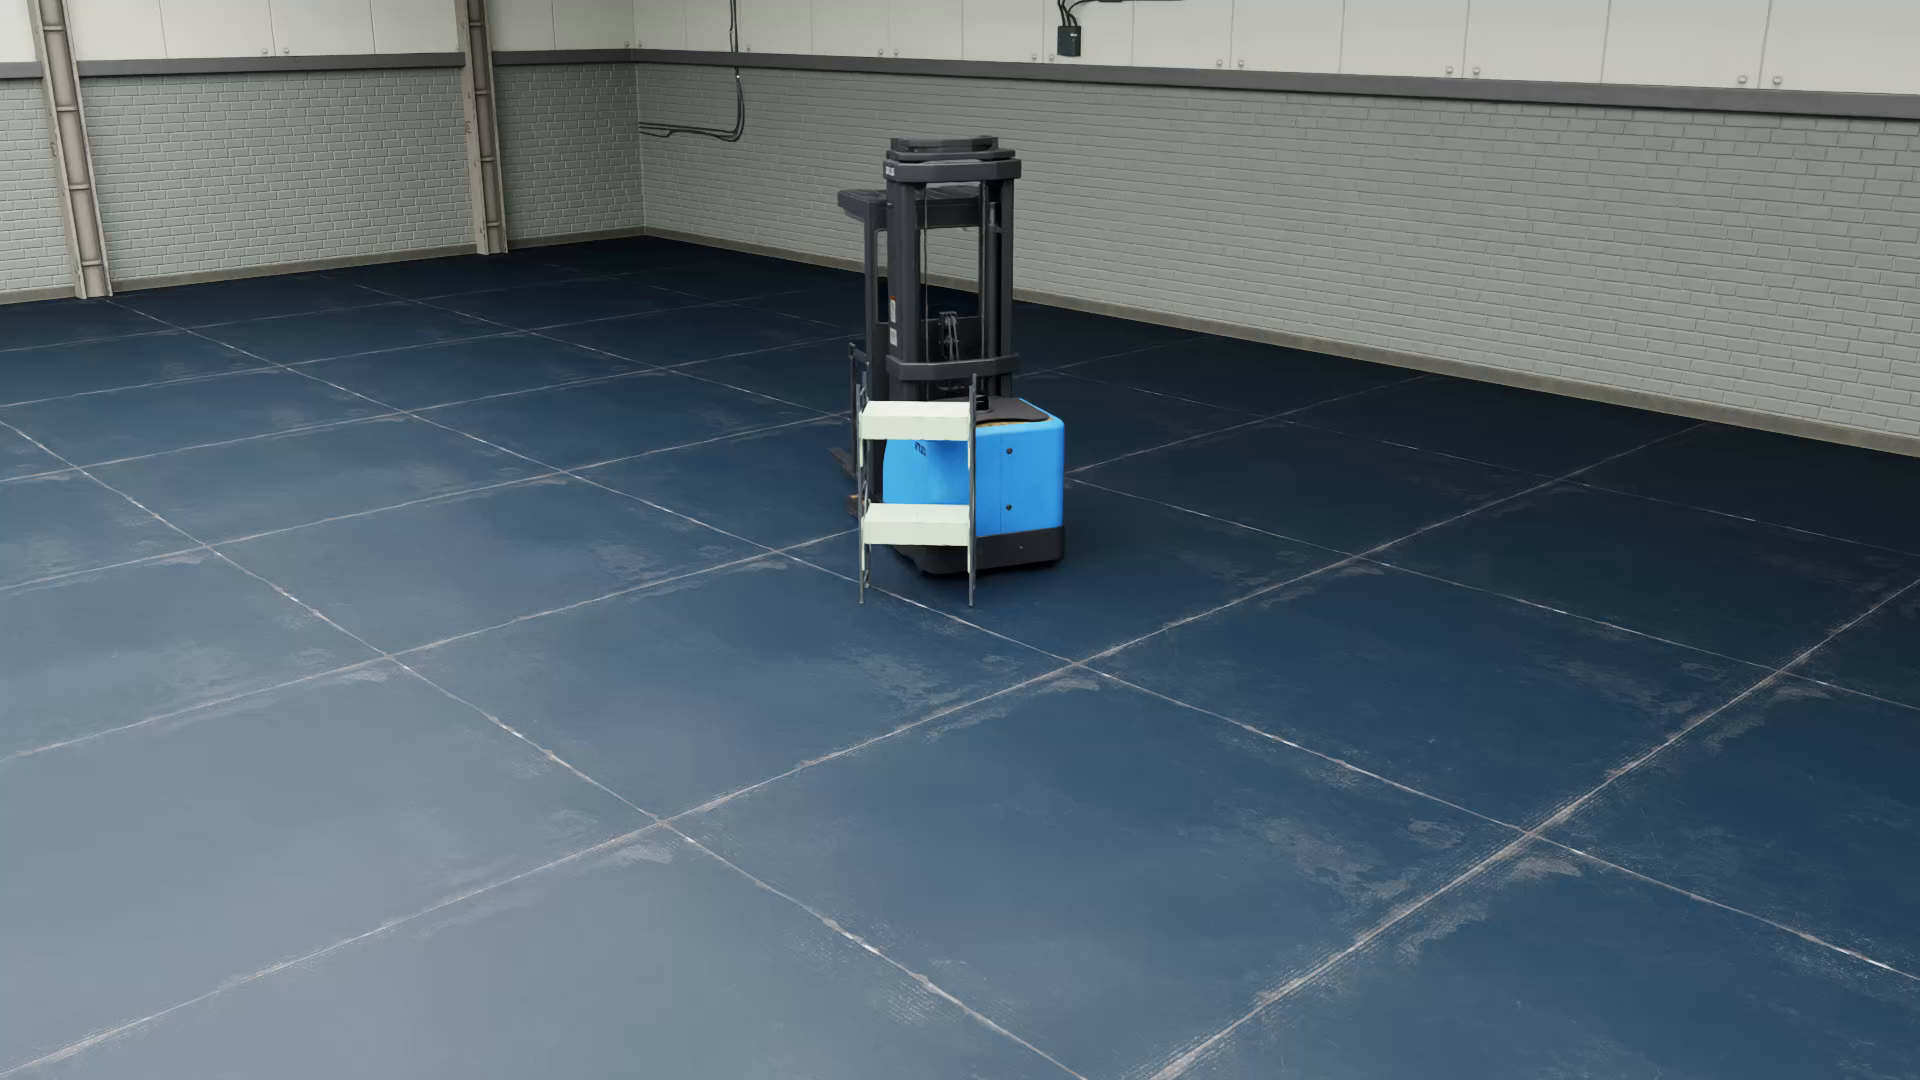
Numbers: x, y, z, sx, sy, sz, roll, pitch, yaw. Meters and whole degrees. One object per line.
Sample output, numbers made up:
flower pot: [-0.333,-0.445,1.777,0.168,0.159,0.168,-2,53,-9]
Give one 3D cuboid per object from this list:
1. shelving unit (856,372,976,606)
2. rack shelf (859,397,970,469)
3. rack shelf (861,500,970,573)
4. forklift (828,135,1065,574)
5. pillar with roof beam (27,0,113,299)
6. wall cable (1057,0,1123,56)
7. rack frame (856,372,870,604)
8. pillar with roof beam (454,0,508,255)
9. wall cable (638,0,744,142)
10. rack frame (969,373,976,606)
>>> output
shelving unit: [-0.280,-0.339,11.099,0.755,1.500,0.431,1,18,3]
rack shelf: [-0.280,-0.711,10.979,0.720,0.370,0.431,1,18,3]
rack shelf: [-0.280,-0.029,11.200,0.720,0.370,0.431,1,18,3]
forklift: [-0.261,-1.574,12.586,1.130,2.935,3.031,-7,19,-20]
pillar with roof beam: [-8.920,-6.666,18.453,0.400,9.000,9.100,-16,24,-41]
wall cable: [2.042,-8.717,19.265,0.169,6.003,2.305,-16,24,-41]
rack frame: [-0.646,-0.346,11.121,0.023,1.500,0.400,1,18,3]
pillar with roof beam: [-4.561,-7.937,22.374,0.400,9.000,9.100,-16,24,-41]
wall cable: [-4.469,-7.753,26.840,0.112,2.526,3.097,-16,24,-41]
rack frame: [0.085,-0.332,11.077,0.023,1.500,0.400,1,18,3]
